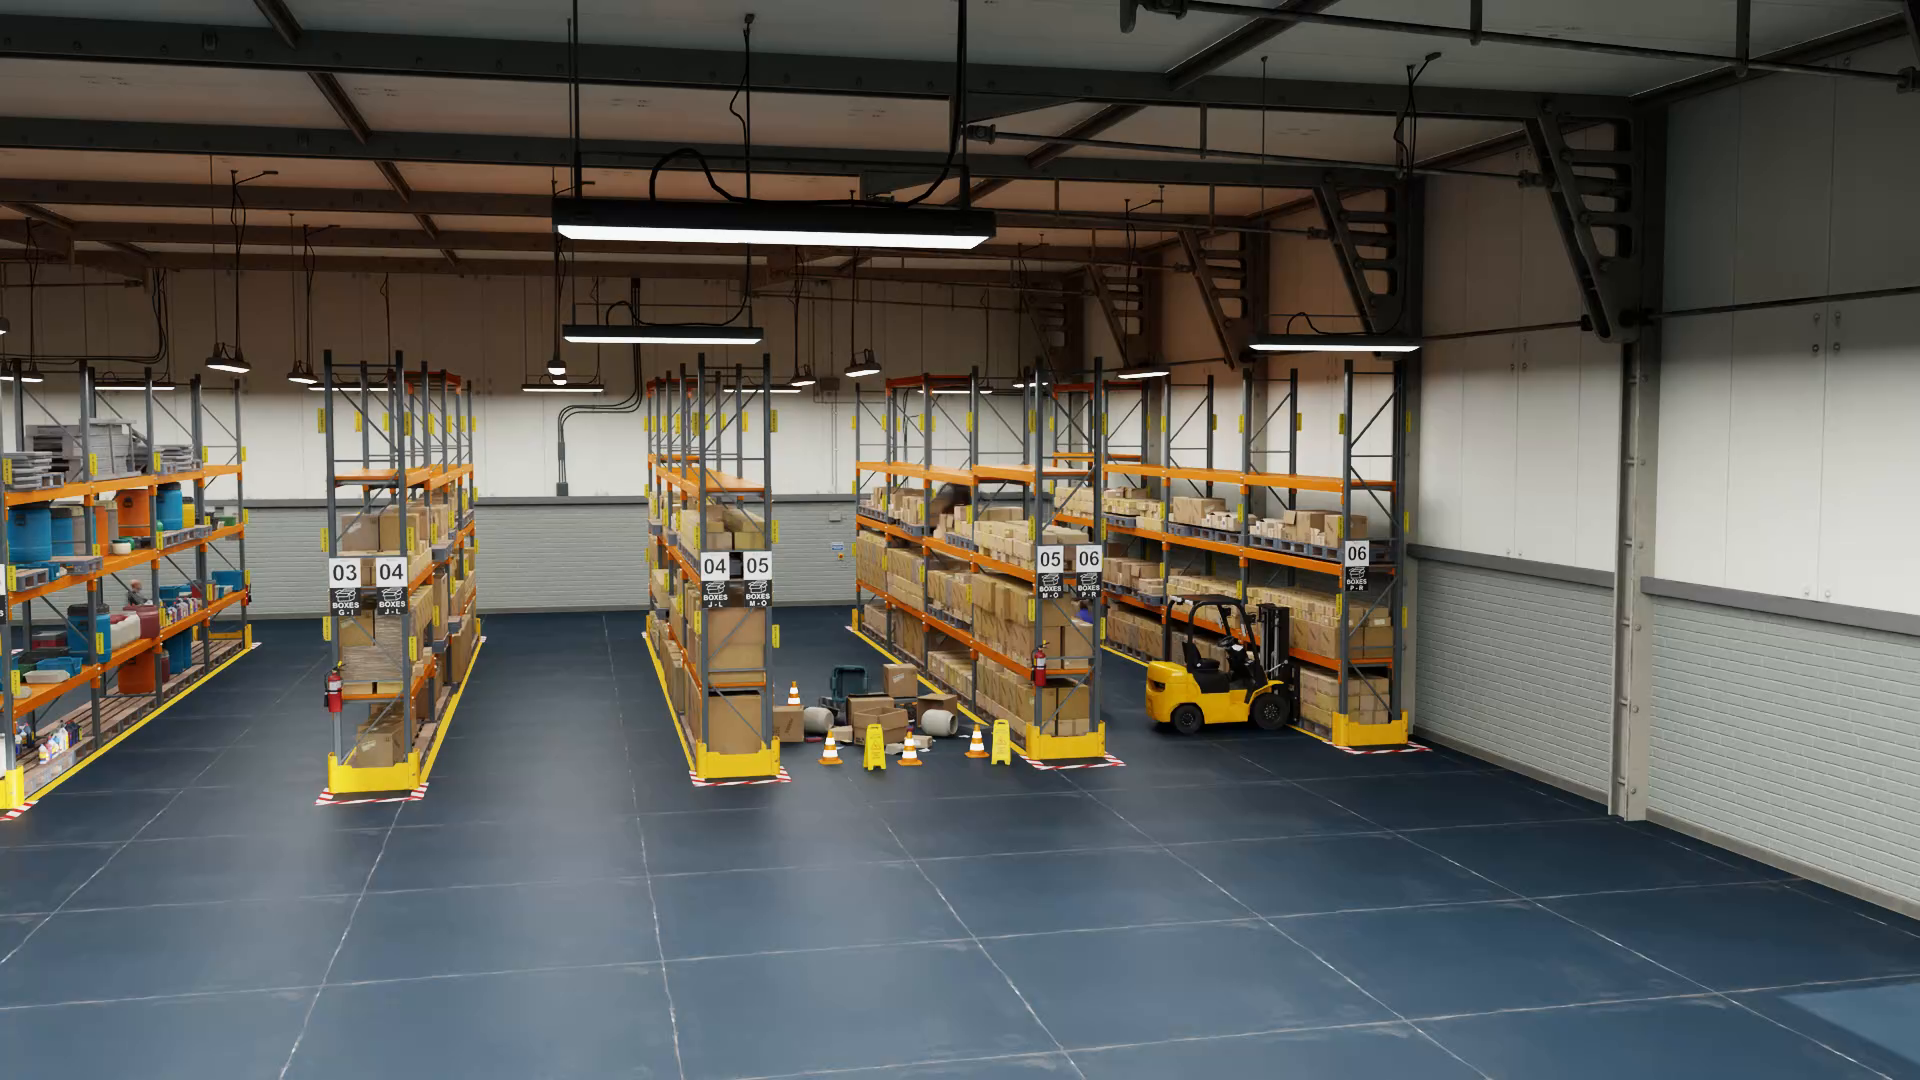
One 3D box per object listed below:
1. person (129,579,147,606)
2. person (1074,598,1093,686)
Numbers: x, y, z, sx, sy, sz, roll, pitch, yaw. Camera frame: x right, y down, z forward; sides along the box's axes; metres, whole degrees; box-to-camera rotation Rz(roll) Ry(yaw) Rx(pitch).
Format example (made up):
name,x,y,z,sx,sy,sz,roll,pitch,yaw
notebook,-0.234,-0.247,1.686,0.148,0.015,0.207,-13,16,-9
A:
name,x,y,z,sx,sy,sz,roll,pitch,yaw
person,-17.395,1.700,35.197,0.382,1.755,0.615,-3,5,-41
person,2.262,1.886,30.015,0.556,1.706,0.685,-1,4,-8
